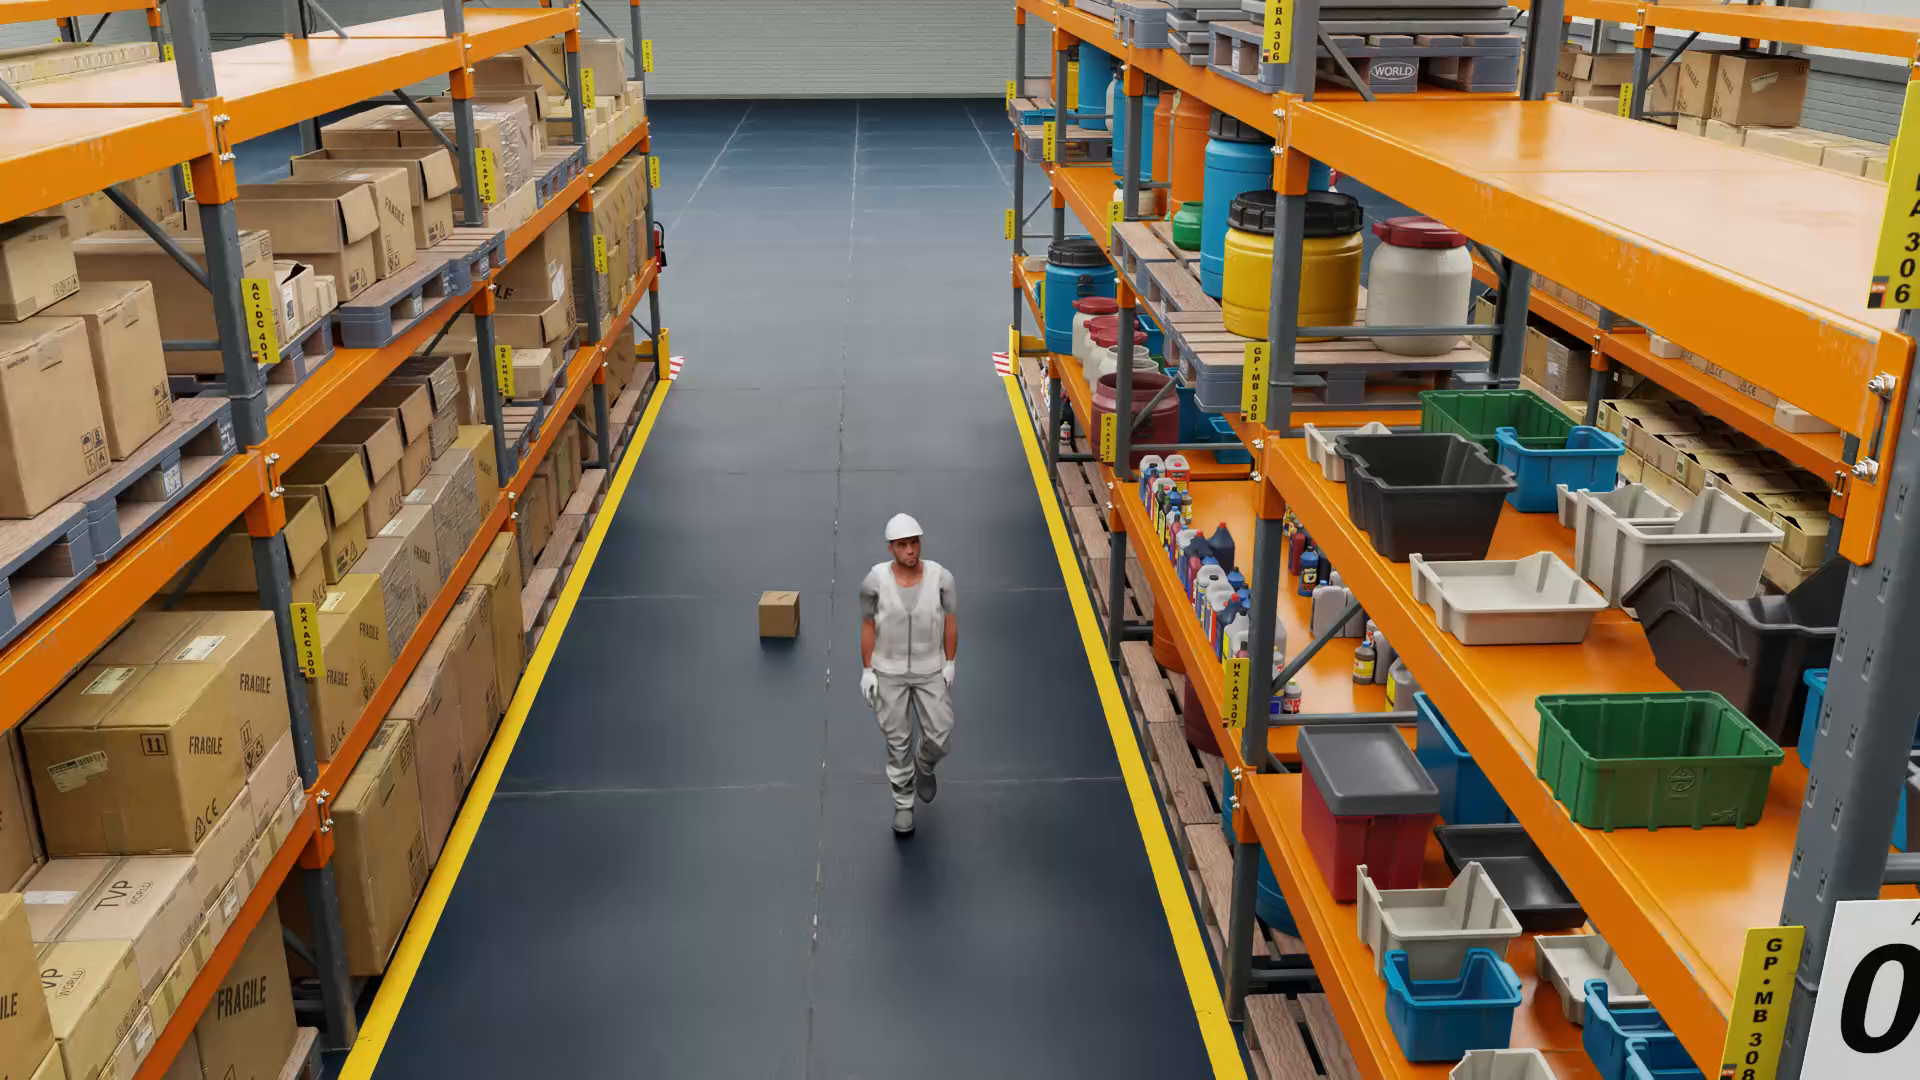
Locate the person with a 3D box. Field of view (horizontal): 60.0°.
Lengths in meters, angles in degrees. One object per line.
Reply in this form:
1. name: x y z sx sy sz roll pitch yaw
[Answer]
1. person: -0.278 0.704 9.054 0.539 1.782 0.514 -2 20 -5
